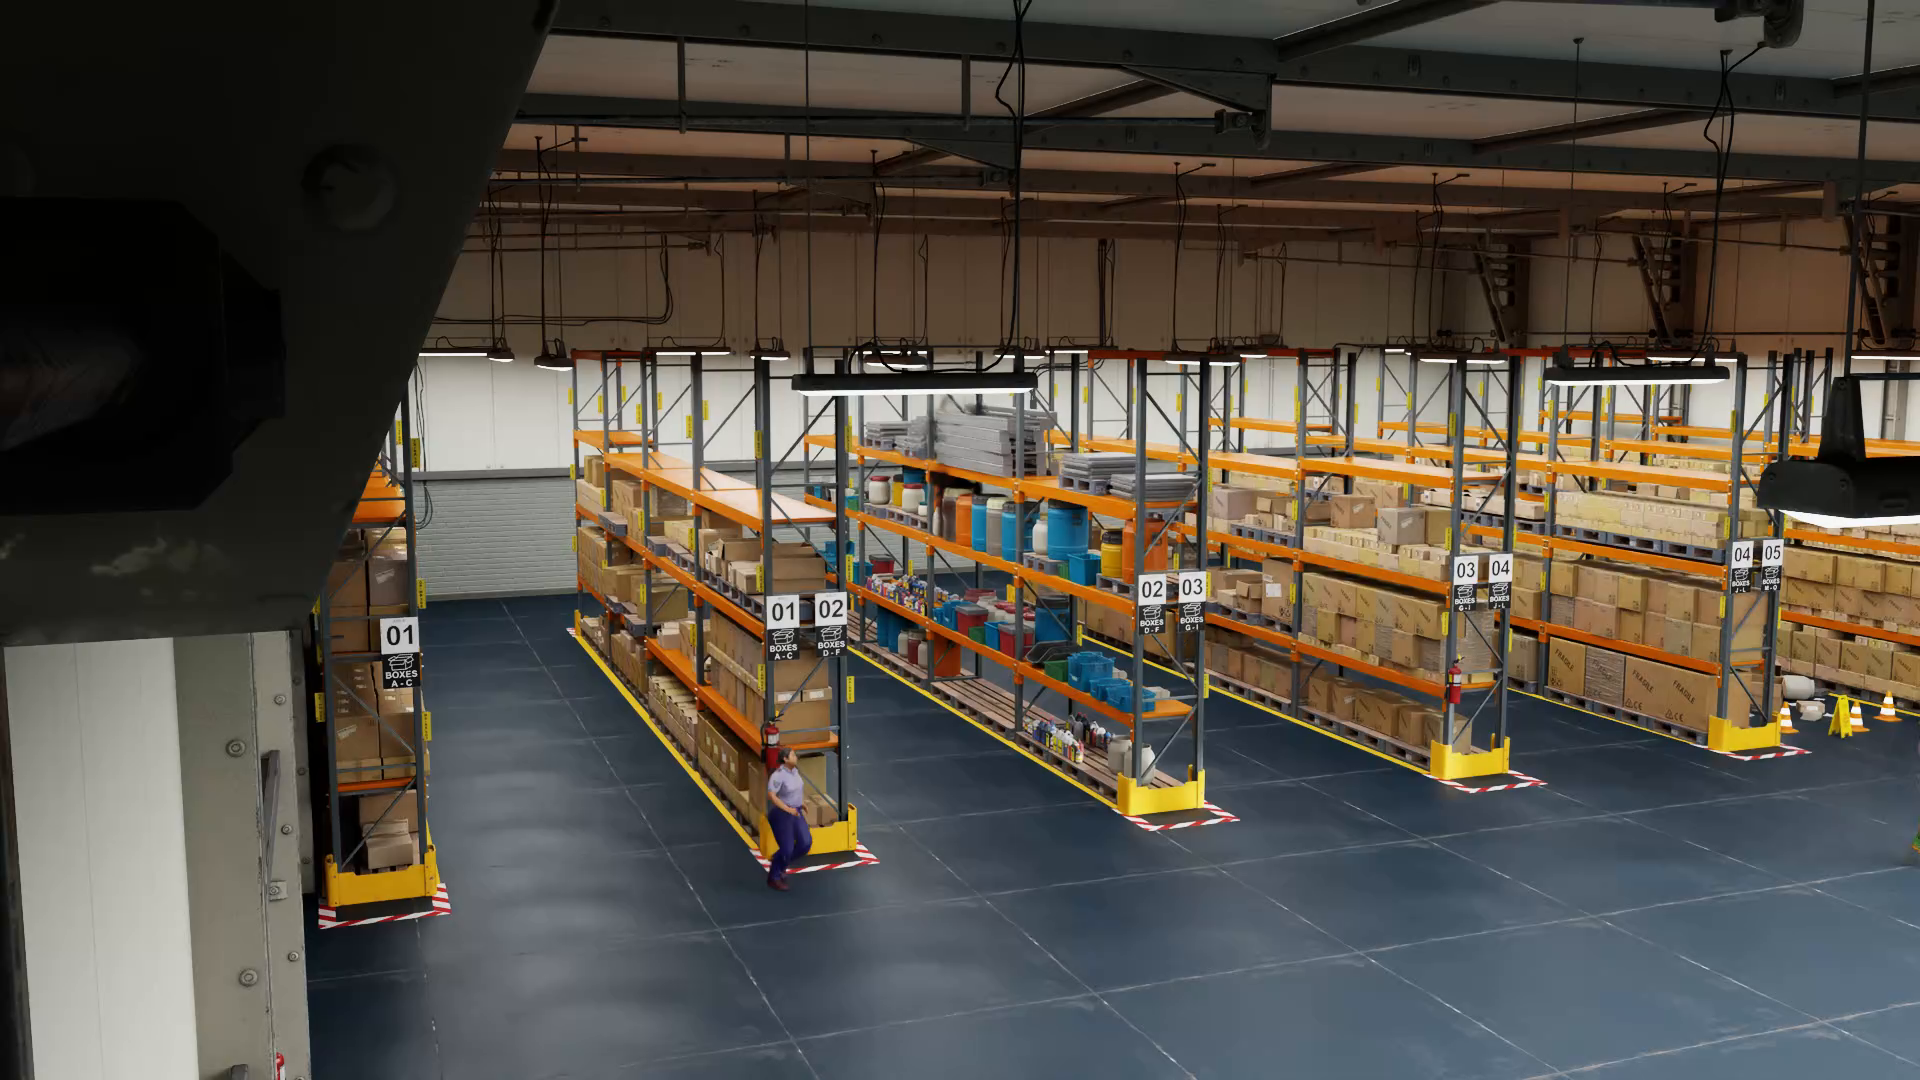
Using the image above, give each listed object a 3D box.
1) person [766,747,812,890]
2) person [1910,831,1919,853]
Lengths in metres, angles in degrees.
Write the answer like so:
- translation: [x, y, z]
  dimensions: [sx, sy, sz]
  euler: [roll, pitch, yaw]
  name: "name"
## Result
- translation: [-1.932, 3.178, 19.100]
  dimensions: [0.489, 1.602, 0.678]
  euler: [3, 8, 25]
  name: "person"
- translation: [11.825, 2.980, 19.694]
  dimensions: [0.909, 1.817, 0.650]
  euler: [1, 7, 8]
  name: "person"
